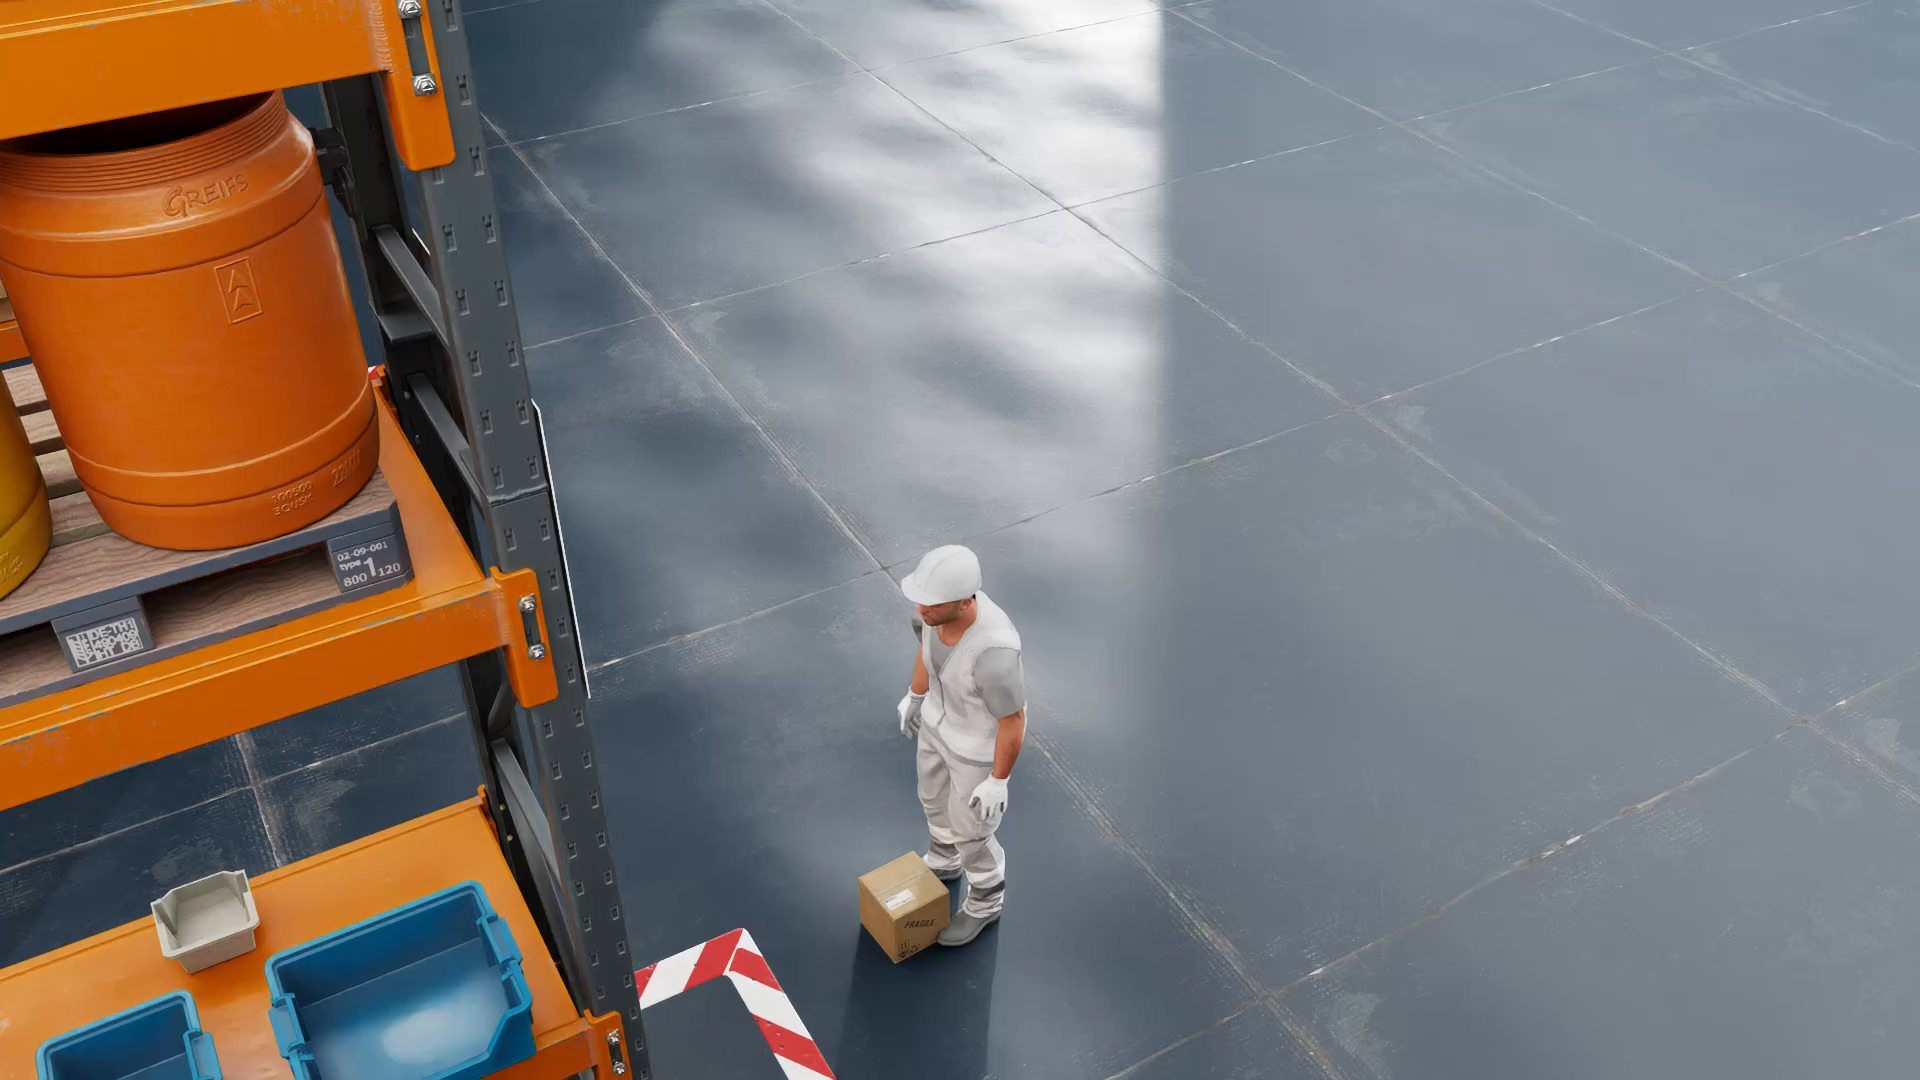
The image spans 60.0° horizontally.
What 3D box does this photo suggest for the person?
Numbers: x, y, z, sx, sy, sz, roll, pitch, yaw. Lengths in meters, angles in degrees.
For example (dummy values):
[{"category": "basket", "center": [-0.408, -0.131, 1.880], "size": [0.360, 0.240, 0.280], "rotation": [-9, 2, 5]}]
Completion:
[{"category": "person", "center": [-0.004, 0.719, 5.942], "size": [0.445, 1.781, 0.622], "rotation": [-21, 41, -26]}]
